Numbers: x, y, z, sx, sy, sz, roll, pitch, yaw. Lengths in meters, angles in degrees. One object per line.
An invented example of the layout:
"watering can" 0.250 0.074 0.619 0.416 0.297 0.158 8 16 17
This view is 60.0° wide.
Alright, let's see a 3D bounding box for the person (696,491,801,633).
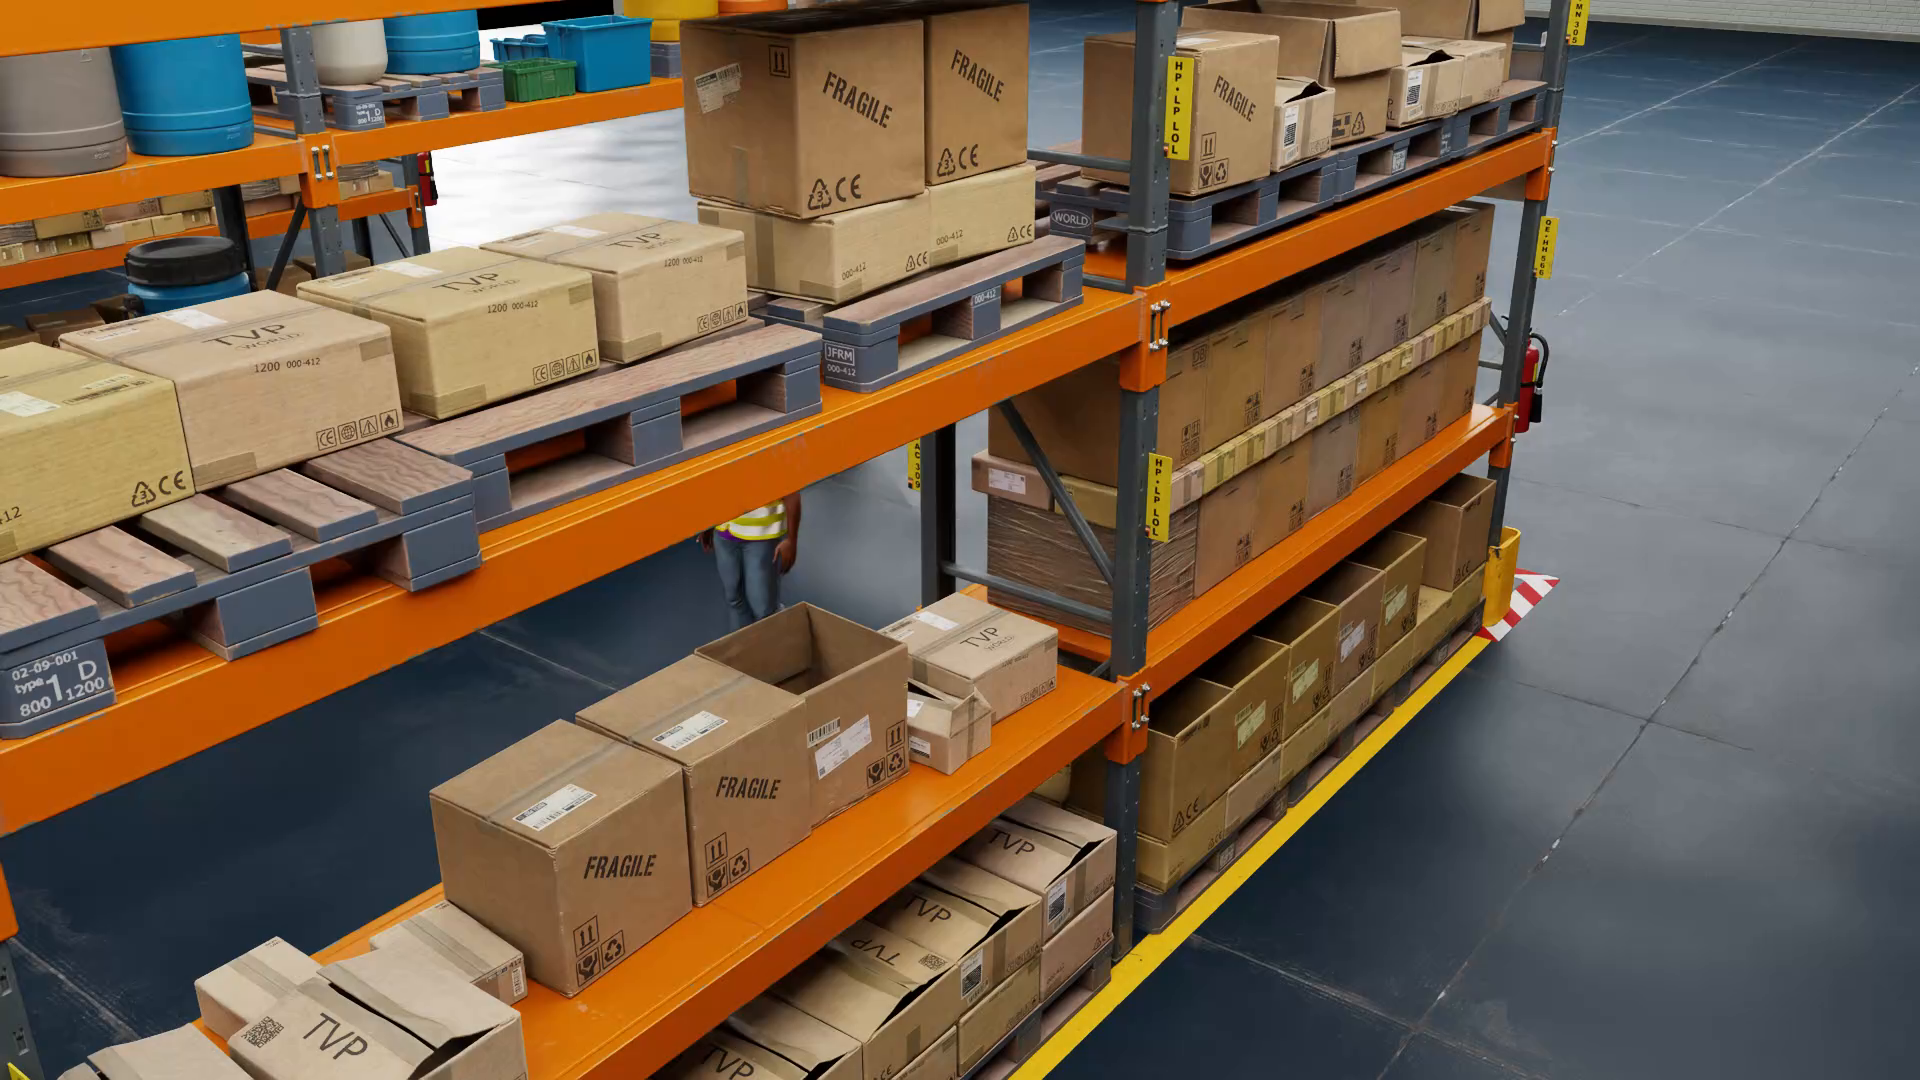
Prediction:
"person" -1.111 -0.033 8.664 0.600 1.791 0.542 17 28 33
